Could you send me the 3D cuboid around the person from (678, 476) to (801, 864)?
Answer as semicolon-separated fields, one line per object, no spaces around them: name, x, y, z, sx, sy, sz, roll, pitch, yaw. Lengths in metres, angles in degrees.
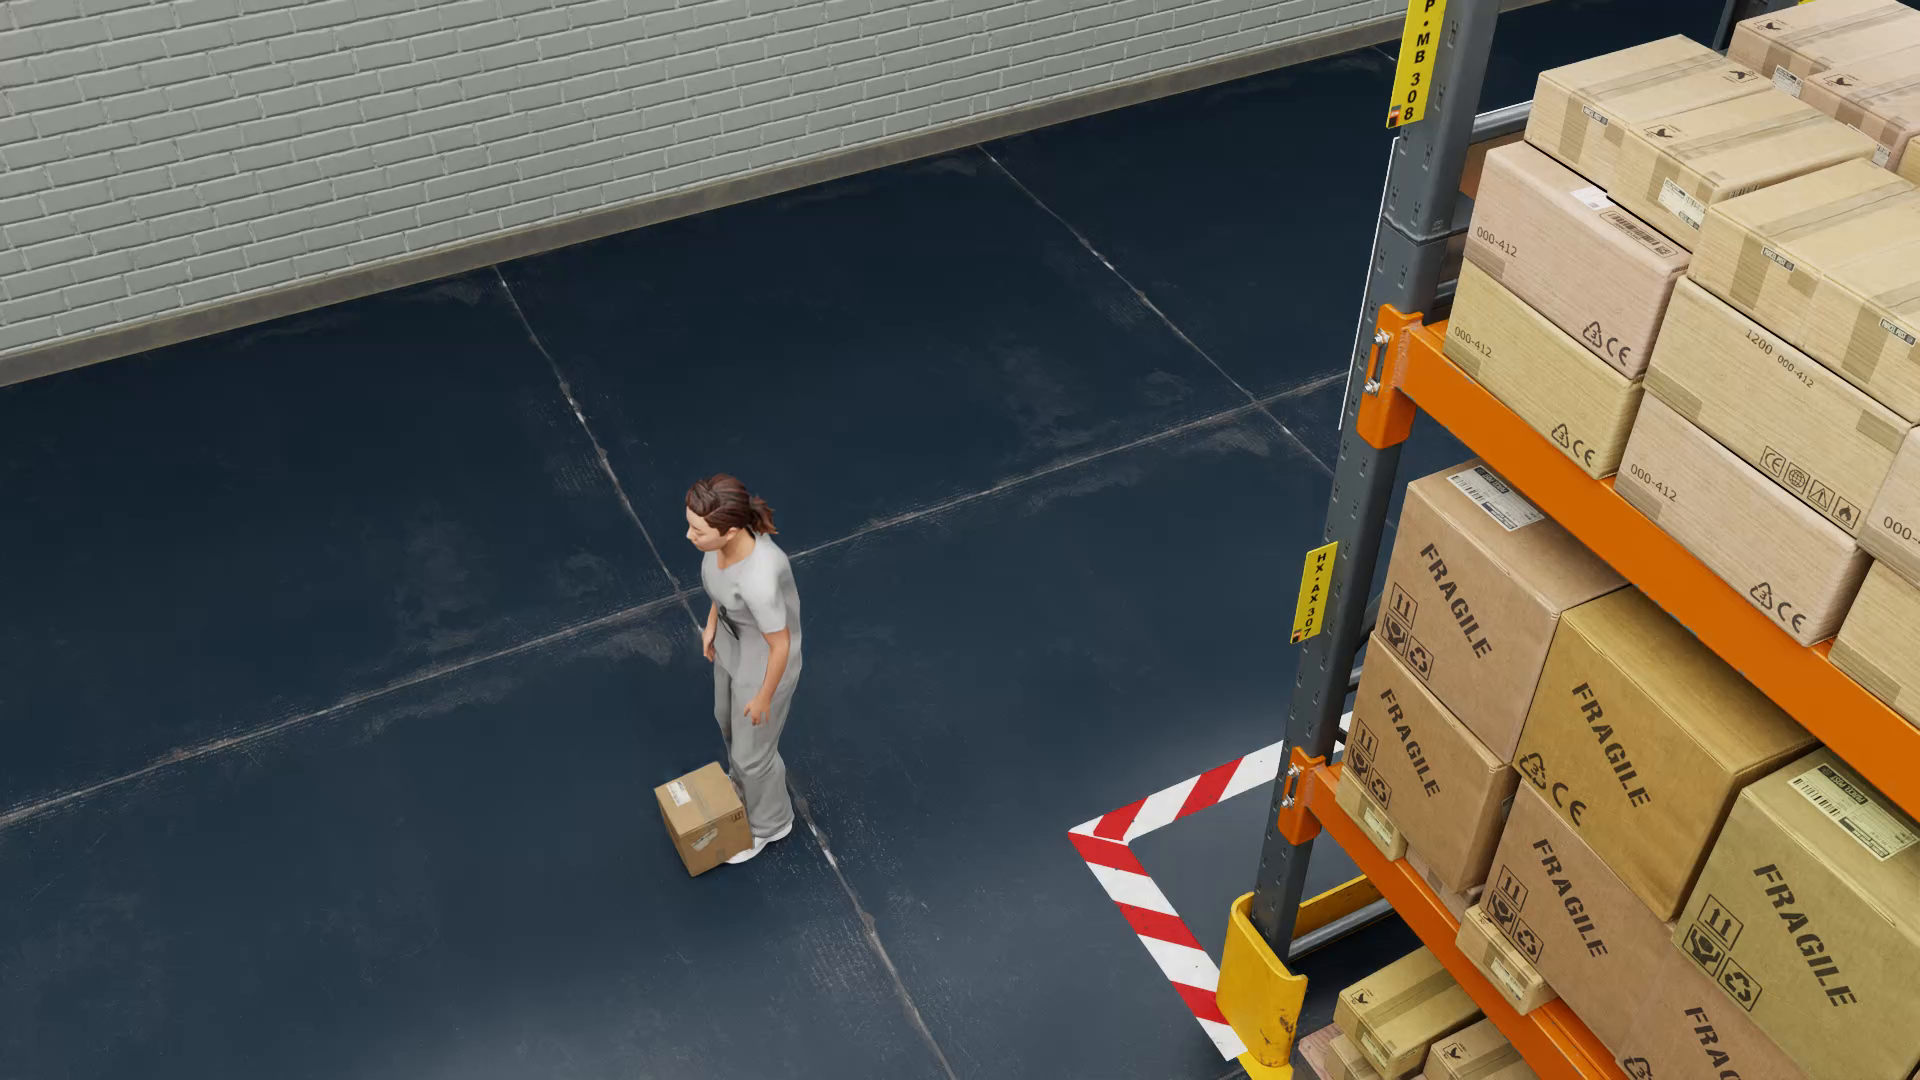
person;-0.750;0.432;5.670;0.405;1.672;0.495;-19;45;-21
